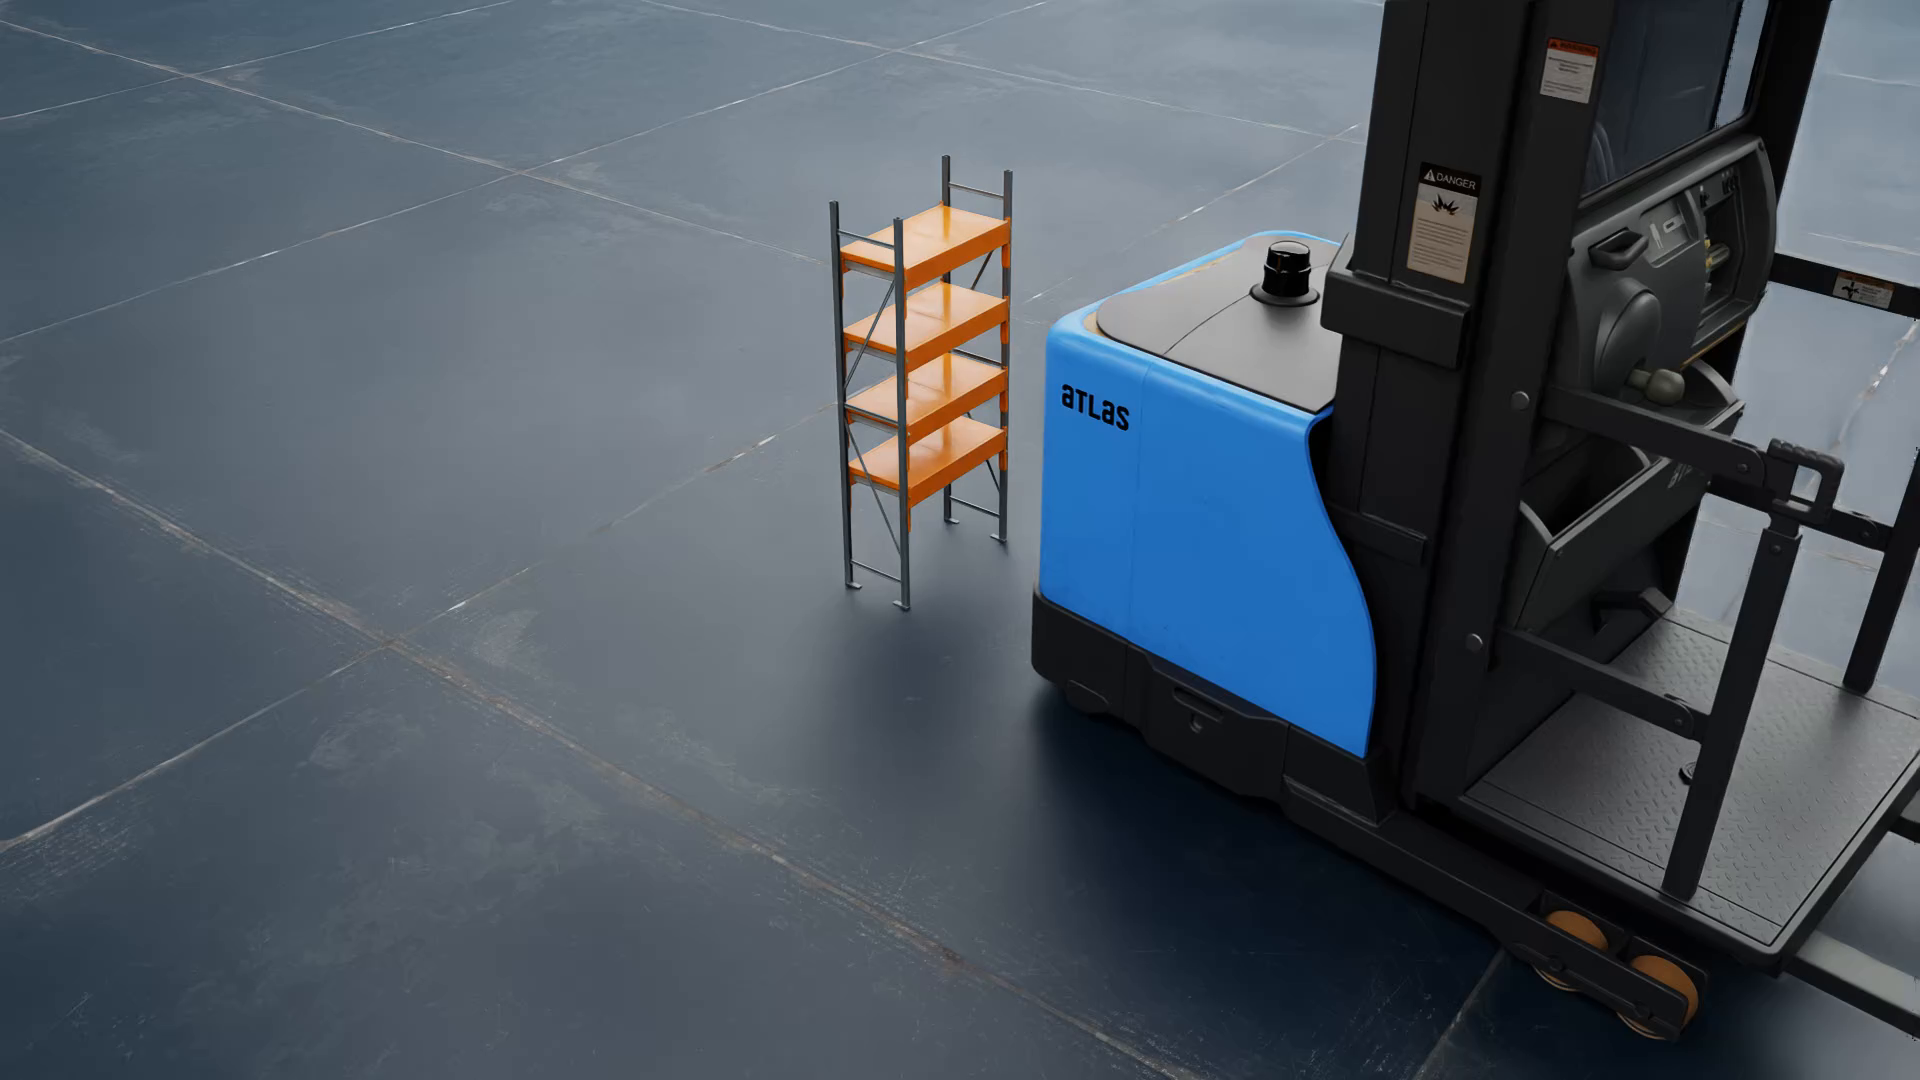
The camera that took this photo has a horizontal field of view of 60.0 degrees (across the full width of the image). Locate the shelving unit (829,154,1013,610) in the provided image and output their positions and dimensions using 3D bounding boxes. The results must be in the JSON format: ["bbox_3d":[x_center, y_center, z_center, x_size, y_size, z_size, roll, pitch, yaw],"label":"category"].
[{"bbox_3d":[-0.100,-0.449,4.831,0.258,1.200,0.503,21,37,31],"label":"shelving unit"}]

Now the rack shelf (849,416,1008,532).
[{"bbox_3d":[-0.100,-0.220,4.966,0.258,0.148,0.480,21,37,31],"label":"rack shelf"}]

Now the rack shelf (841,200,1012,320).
[{"bbox_3d":[-0.100,-0.787,4.630,0.258,0.148,0.480,21,37,31],"label":"rack shelf"}]

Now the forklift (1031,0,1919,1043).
[{"bbox_3d":[1.601,-0.519,3.250,3.031,2.935,1.130,26,40,37],"label":"forklift"}]

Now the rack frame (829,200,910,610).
[{"bbox_3d":[-0.247,-0.350,4.663,0.240,1.200,0.015,21,37,31],"label":"rack frame"}]

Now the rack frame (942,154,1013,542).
[{"bbox_3d":[0.047,-0.548,4.998,0.240,1.200,0.015,21,37,31],"label":"rack frame"}]

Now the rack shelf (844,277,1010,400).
[{"bbox_3d":[-0.100,-0.583,4.751,0.258,0.148,0.480,21,37,31],"label":"rack shelf"}]

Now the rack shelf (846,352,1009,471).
[{"bbox_3d":[-0.100,-0.391,4.865,0.258,0.148,0.480,21,37,31],"label":"rack shelf"}]
